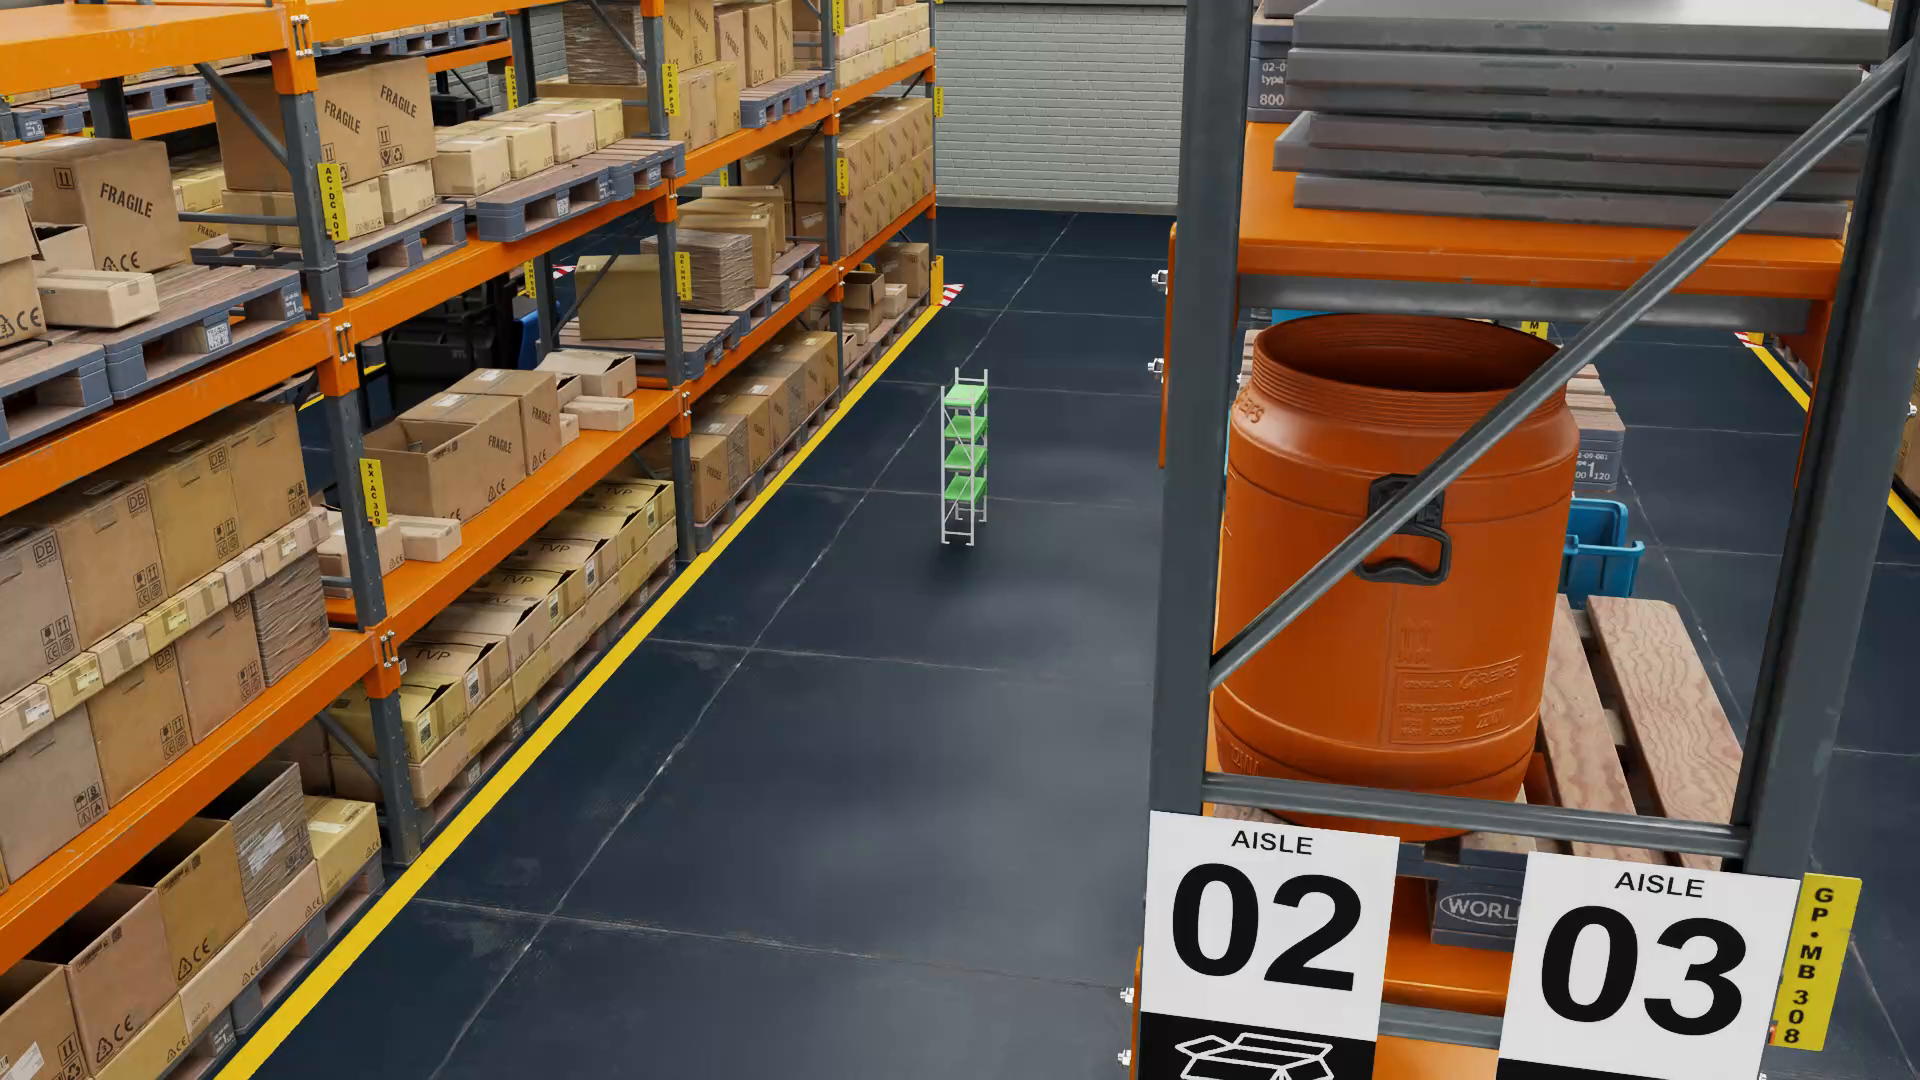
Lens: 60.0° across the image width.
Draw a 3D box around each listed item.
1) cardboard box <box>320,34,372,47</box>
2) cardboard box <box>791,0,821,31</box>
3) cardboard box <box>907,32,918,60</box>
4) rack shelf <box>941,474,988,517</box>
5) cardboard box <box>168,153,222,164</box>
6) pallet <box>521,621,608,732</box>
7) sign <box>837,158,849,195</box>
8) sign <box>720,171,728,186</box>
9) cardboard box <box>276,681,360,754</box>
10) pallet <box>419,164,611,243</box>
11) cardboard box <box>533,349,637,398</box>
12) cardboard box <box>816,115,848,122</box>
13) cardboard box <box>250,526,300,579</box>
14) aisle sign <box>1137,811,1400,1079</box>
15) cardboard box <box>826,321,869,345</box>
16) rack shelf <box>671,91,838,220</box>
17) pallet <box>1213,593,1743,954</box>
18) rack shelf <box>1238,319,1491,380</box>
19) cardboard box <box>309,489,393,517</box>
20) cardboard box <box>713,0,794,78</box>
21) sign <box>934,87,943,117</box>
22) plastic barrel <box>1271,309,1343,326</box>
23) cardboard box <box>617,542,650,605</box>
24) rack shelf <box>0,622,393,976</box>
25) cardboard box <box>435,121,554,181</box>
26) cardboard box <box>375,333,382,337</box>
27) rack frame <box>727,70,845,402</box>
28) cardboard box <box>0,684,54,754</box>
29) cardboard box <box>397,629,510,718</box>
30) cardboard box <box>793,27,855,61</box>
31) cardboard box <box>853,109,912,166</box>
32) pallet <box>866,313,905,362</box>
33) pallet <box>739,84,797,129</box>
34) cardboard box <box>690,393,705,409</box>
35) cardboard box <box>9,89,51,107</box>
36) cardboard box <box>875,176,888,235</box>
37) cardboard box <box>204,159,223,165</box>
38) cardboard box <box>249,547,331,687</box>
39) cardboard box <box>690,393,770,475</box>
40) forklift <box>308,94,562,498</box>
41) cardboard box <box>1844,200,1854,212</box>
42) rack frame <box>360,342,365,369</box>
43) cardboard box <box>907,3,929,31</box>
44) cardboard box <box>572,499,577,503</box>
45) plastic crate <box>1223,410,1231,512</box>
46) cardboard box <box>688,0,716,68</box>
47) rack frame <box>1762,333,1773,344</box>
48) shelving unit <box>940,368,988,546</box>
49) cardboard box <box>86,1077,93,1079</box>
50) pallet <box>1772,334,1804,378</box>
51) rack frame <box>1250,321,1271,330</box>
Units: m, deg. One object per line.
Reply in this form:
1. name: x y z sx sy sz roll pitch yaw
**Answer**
1. cardboard box: -6.042 -4.915 16.032 0.500 0.250 0.500 4 22 11
2. cardboard box: -1.529 -4.826 14.833 0.700 0.500 0.500 4 22 11
3. cardboard box: -0.734 -5.138 17.282 0.500 0.250 0.500 4 22 11
4. rack shelf: 0.034 -0.335 12.393 0.258 0.148 0.480 4 22 11
5. cardboard box: -6.890 -3.321 15.022 0.500 0.250 0.500 5 22 12
6. pallet: -2.864 0.756 10.194 1.003 0.211 1.213 4 22 11
7. sign: -1.047 -3.239 14.832 0.100 0.325 0.005 4 22 11
8. sign: -2.124 -3.183 15.084 0.100 0.325 0.005 4 22 11
9. cardboard box: -3.421 0.833 8.638 0.500 0.311 0.500 4 22 11
10. pallet: -2.683 -1.920 9.343 1.003 0.211 1.213 6 23 13
11. cardboard box: -2.524 -1.109 11.212 0.500 0.311 0.500 6 23 14
12. cardboard box: -1.432 -4.014 16.833 0.500 0.500 0.500 4 22 10
13. cardboard box: -3.122 0.041 7.234 0.380 0.149 0.250 4 22 10
14. aisle sign: 0.503 0.822 2.817 0.394 0.787 0.004 4 22 11
15. cardboard box: -1.127 -2.087 16.725 0.380 0.166 0.250 4 22 11
16. rack shelf: -1.999 -3.070 12.908 1.077 0.370 4.000 4 22 11
17. pallet: 1.073 0.425 3.520 1.003 0.211 1.213 4 22 11
18. rack shelf: 2.033 -1.228 8.335 1.077 0.370 4.000 4 22 11
19. cardboard box: -3.224 -0.091 8.744 0.396 0.266 0.258 4 22 10
20. cardboard box: -1.766 -4.244 14.030 0.600 0.600 0.600 2 22 6
21. sign: -0.236 -4.840 18.384 0.100 0.325 0.005 4 22 11
22. plastic barrel: 1.317 -0.902 5.329 0.600 0.901 0.708 4 22 11
23. cardboard box: -2.377 0.200 10.960 0.500 0.250 0.500 4 22 10
24. rack shelf: -3.631 1.248 6.204 1.077 0.370 4.000 4 22 11
25. cardboard box: -2.662 -2.225 9.488 0.500 0.250 0.500 4 22 10
26. cardboard box: -6.188 -2.421 17.133 0.700 0.500 0.500 5 22 12
27. rack frame: -1.591 -2.743 15.150 1.000 3.000 0.127 4 22 11
28. cardboard box: -3.434 0.609 5.825 0.380 0.149 0.250 5 22 11
29. cardboard box: -2.788 0.688 8.998 0.500 0.311 0.500 4 22 10
30. cardboard box: -1.248 -4.456 14.919 0.500 0.250 0.500 4 22 11
31. cardboard box: -0.800 -4.158 17.190 0.500 0.500 0.500 5 22 12
32. pallet: -1.203 -2.148 17.406 1.003 0.211 1.213 4 22 11
33. pallet: -2.001 -3.435 13.104 1.213 0.211 1.003 4 22 11
34. cardboard box: -2.340 -0.874 13.266 0.500 0.500 0.500 4 22 9
35. cardboard box: -7.216 -3.477 12.234 0.700 0.500 0.500 3 22 7
36. cardboard box: -1.015 -3.326 16.462 0.500 0.500 0.500 4 22 11
37. cardboard box: -6.400 -3.285 14.931 0.500 0.250 0.500 5 22 12
38. cardboard box: -3.308 0.299 7.463 0.700 0.500 0.500 4 22 10
39. cardboard box: -1.826 -0.845 13.193 0.500 0.500 0.500 4 22 10
40. forklift: -4.337 -2.011 13.424 1.130 2.935 3.031 4 22 11
41. cardboard box: 8.358 -3.338 15.426 0.500 0.500 0.500 4 22 9
42. rack frame: -6.441 -3.120 16.084 1.000 3.000 0.127 4 22 11
43. cardboard box: -0.630 -5.553 17.642 0.500 0.250 0.500 4 22 11
44. cardboard box: -2.802 -0.291 11.428 0.500 0.311 0.500 5 23 13
45. plastic crate: 0.903 -0.080 4.543 0.392 0.384 0.575 4 22 11
46. cardboard box: -2.104 -3.714 12.073 0.500 0.500 0.500 4 22 11
47. rack frame: 8.922 -3.450 16.904 1.000 3.000 0.127 4 22 11
48. shelving unit: 0.034 -0.617 12.280 0.258 1.200 0.503 4 22 11
49. cardboard box: -3.511 2.181 6.042 0.500 0.250 0.500 4 22 11
50. pallet: 8.836 -1.858 16.684 1.003 0.211 1.213 4 22 11
51. rack frame: 1.625 0.561 6.945 1.000 3.000 0.127 4 22 11
